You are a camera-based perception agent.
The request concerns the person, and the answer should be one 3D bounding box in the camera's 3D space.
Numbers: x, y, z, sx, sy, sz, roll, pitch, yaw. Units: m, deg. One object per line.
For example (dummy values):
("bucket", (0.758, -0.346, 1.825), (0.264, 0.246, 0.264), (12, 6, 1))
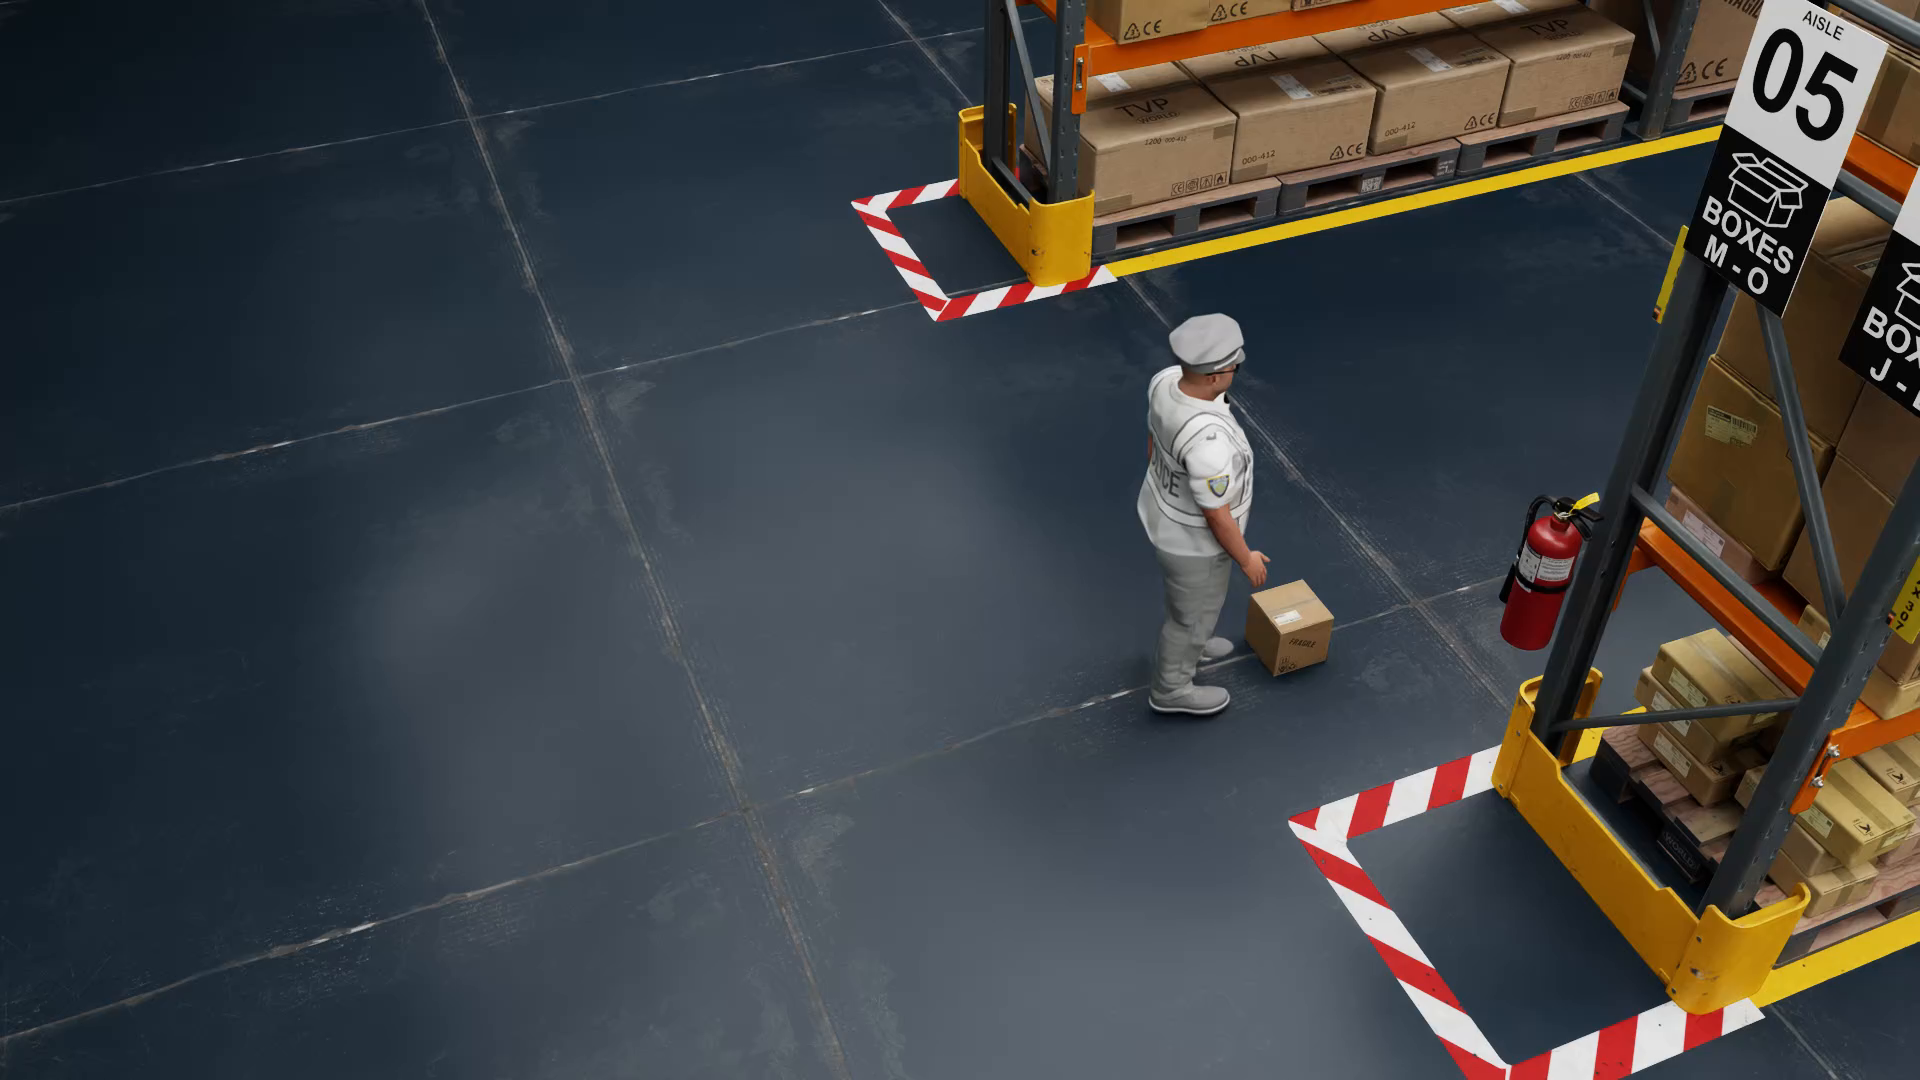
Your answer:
("person", (0.929, -0.049, 6.209), (0.514, 1.808, 0.577), (-6, 42, -7))
